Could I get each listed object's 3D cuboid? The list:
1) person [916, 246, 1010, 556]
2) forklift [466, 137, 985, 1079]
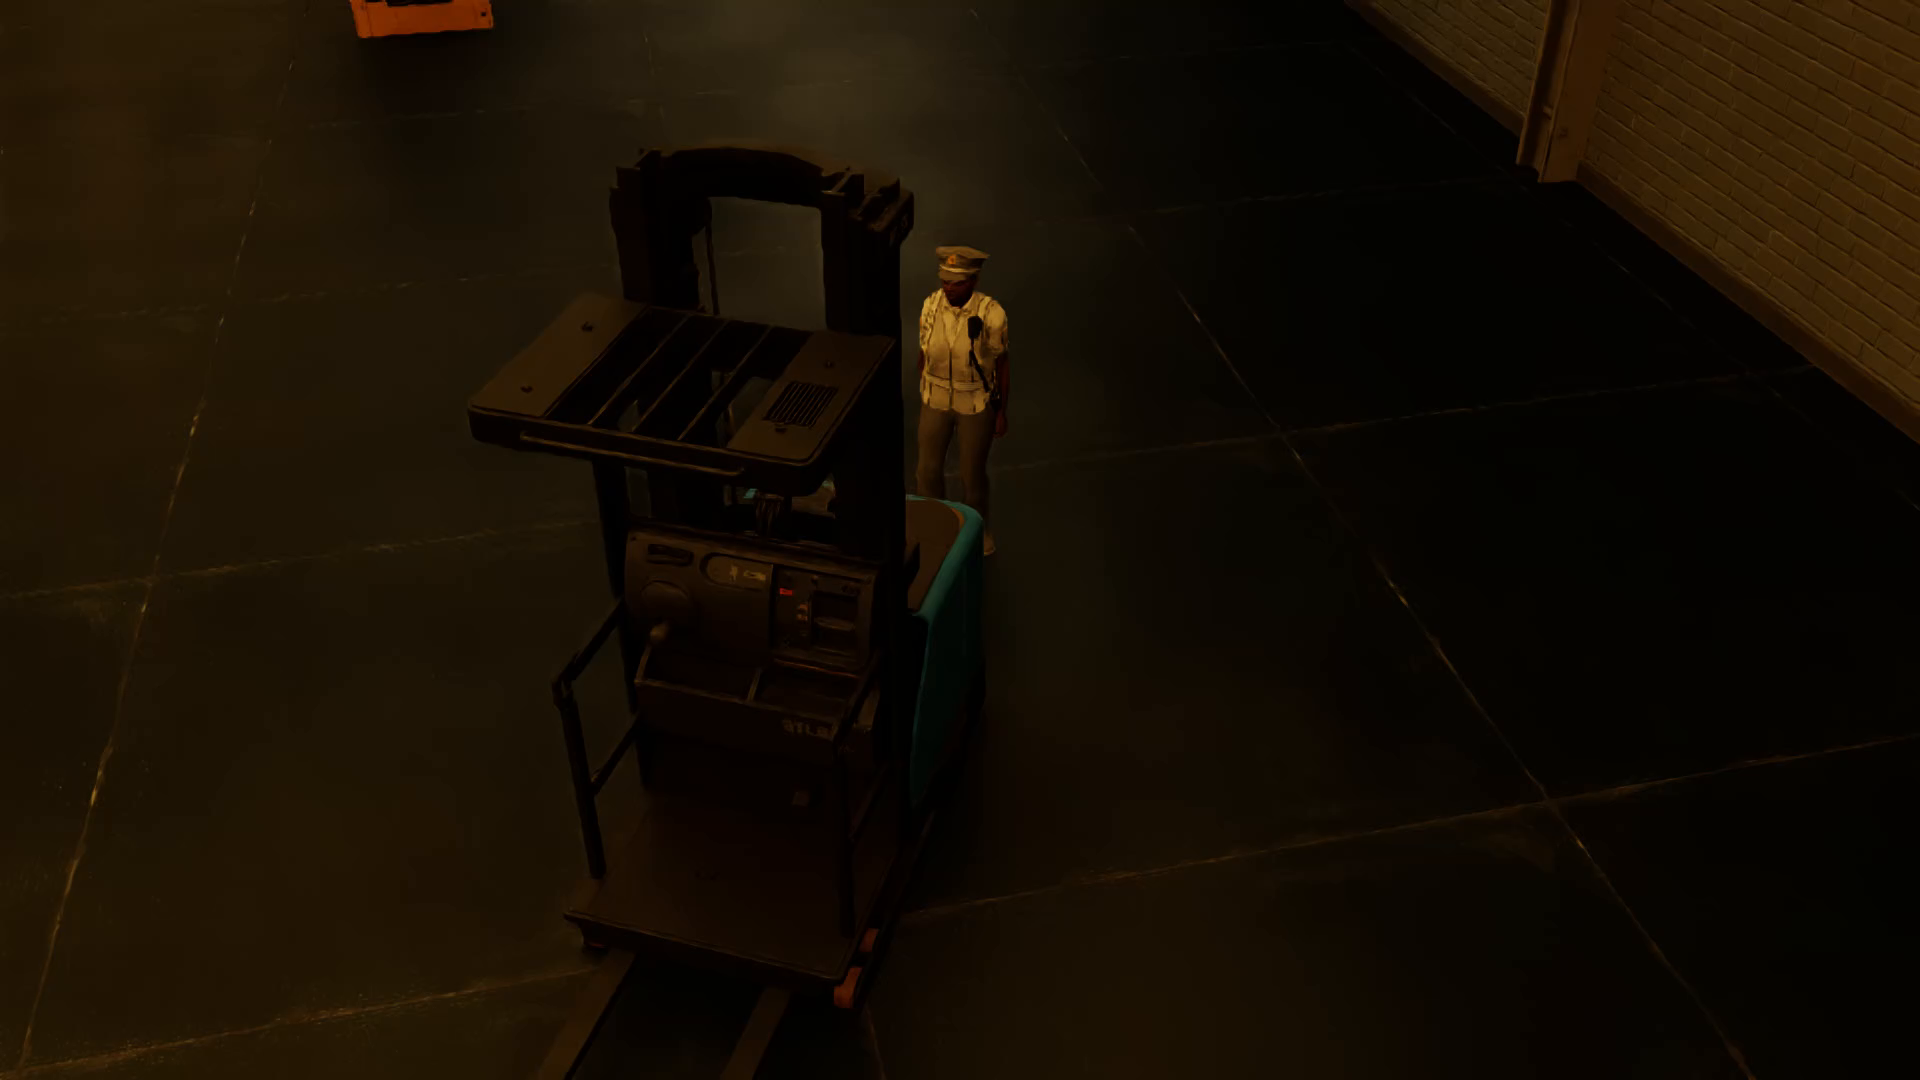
[{"bbox_3d":[0.004,-0.645,8.026,0.469,1.682,0.416,11,37,15],"label":"person"},{"bbox_3d":[-0.800,0.283,5.658,1.130,2.935,3.031,10,37,13],"label":"forklift"}]
